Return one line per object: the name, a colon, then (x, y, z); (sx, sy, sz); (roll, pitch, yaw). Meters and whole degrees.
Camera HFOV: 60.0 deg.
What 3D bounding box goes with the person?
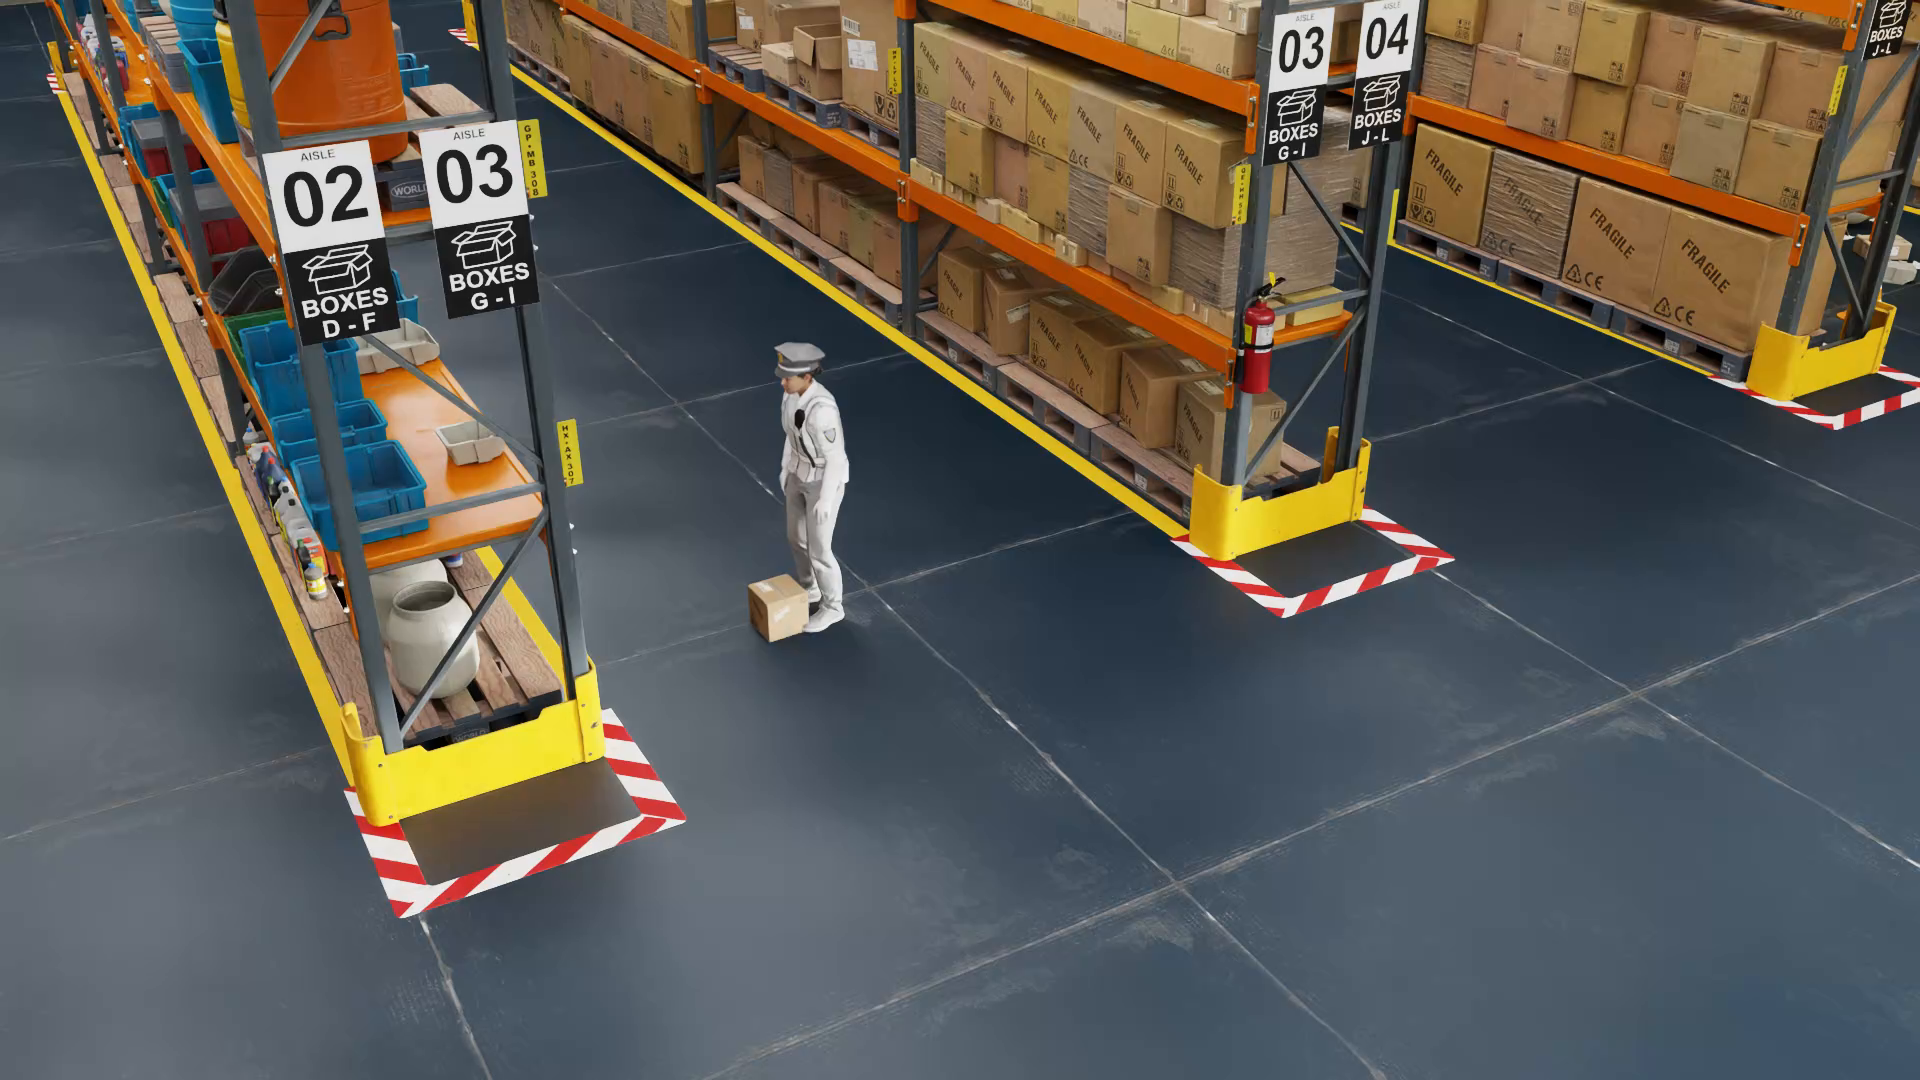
person: (-0.810, -0.302, 9.091); (0.367, 1.663, 0.516); (-17, 33, -28)
